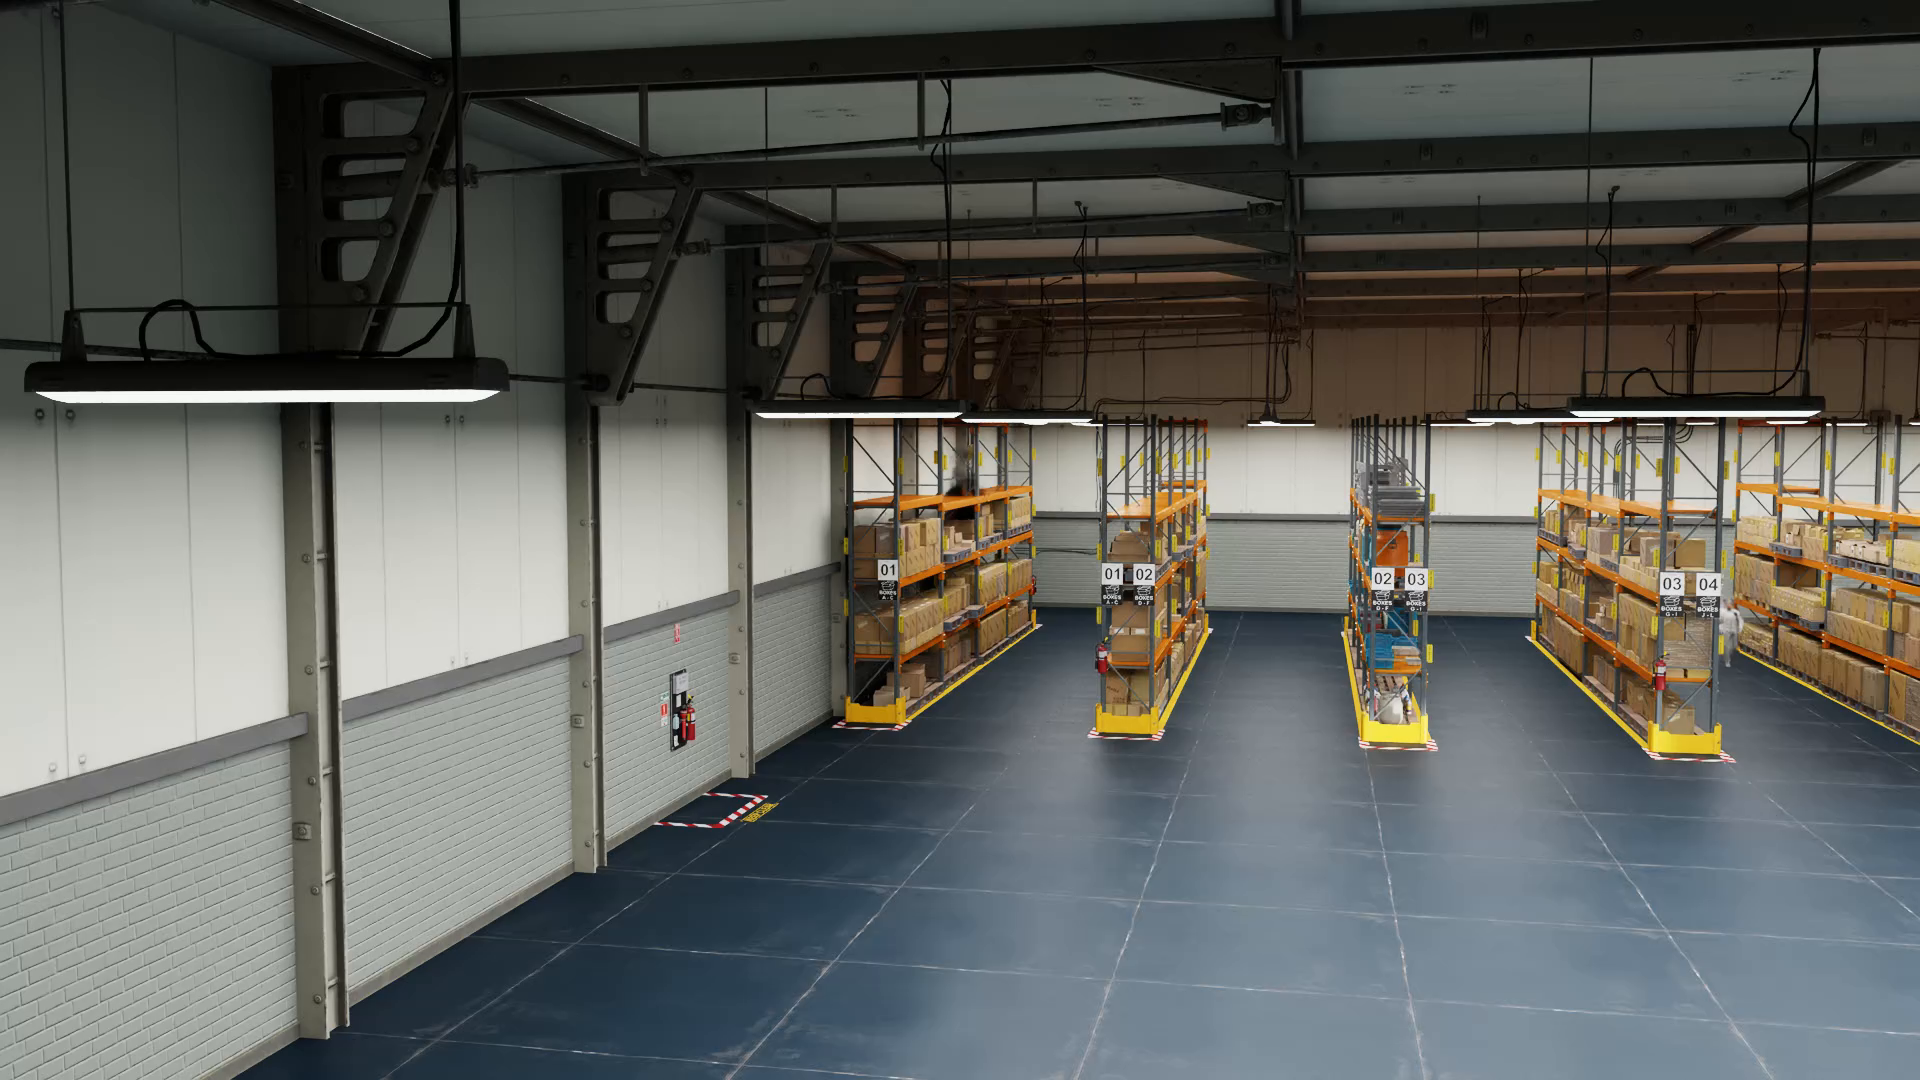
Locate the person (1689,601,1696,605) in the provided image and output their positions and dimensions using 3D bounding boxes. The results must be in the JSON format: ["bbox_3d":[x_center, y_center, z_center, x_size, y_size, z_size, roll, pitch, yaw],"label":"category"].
[{"bbox_3d":[19.035,1.991,43.643,0.690,1.645,0.618,2,4,28],"label":"person"}]

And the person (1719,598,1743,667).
[{"bbox_3d":[18.591,2.228,40.157,0.623,1.664,0.459,1,4,13],"label":"person"}]
